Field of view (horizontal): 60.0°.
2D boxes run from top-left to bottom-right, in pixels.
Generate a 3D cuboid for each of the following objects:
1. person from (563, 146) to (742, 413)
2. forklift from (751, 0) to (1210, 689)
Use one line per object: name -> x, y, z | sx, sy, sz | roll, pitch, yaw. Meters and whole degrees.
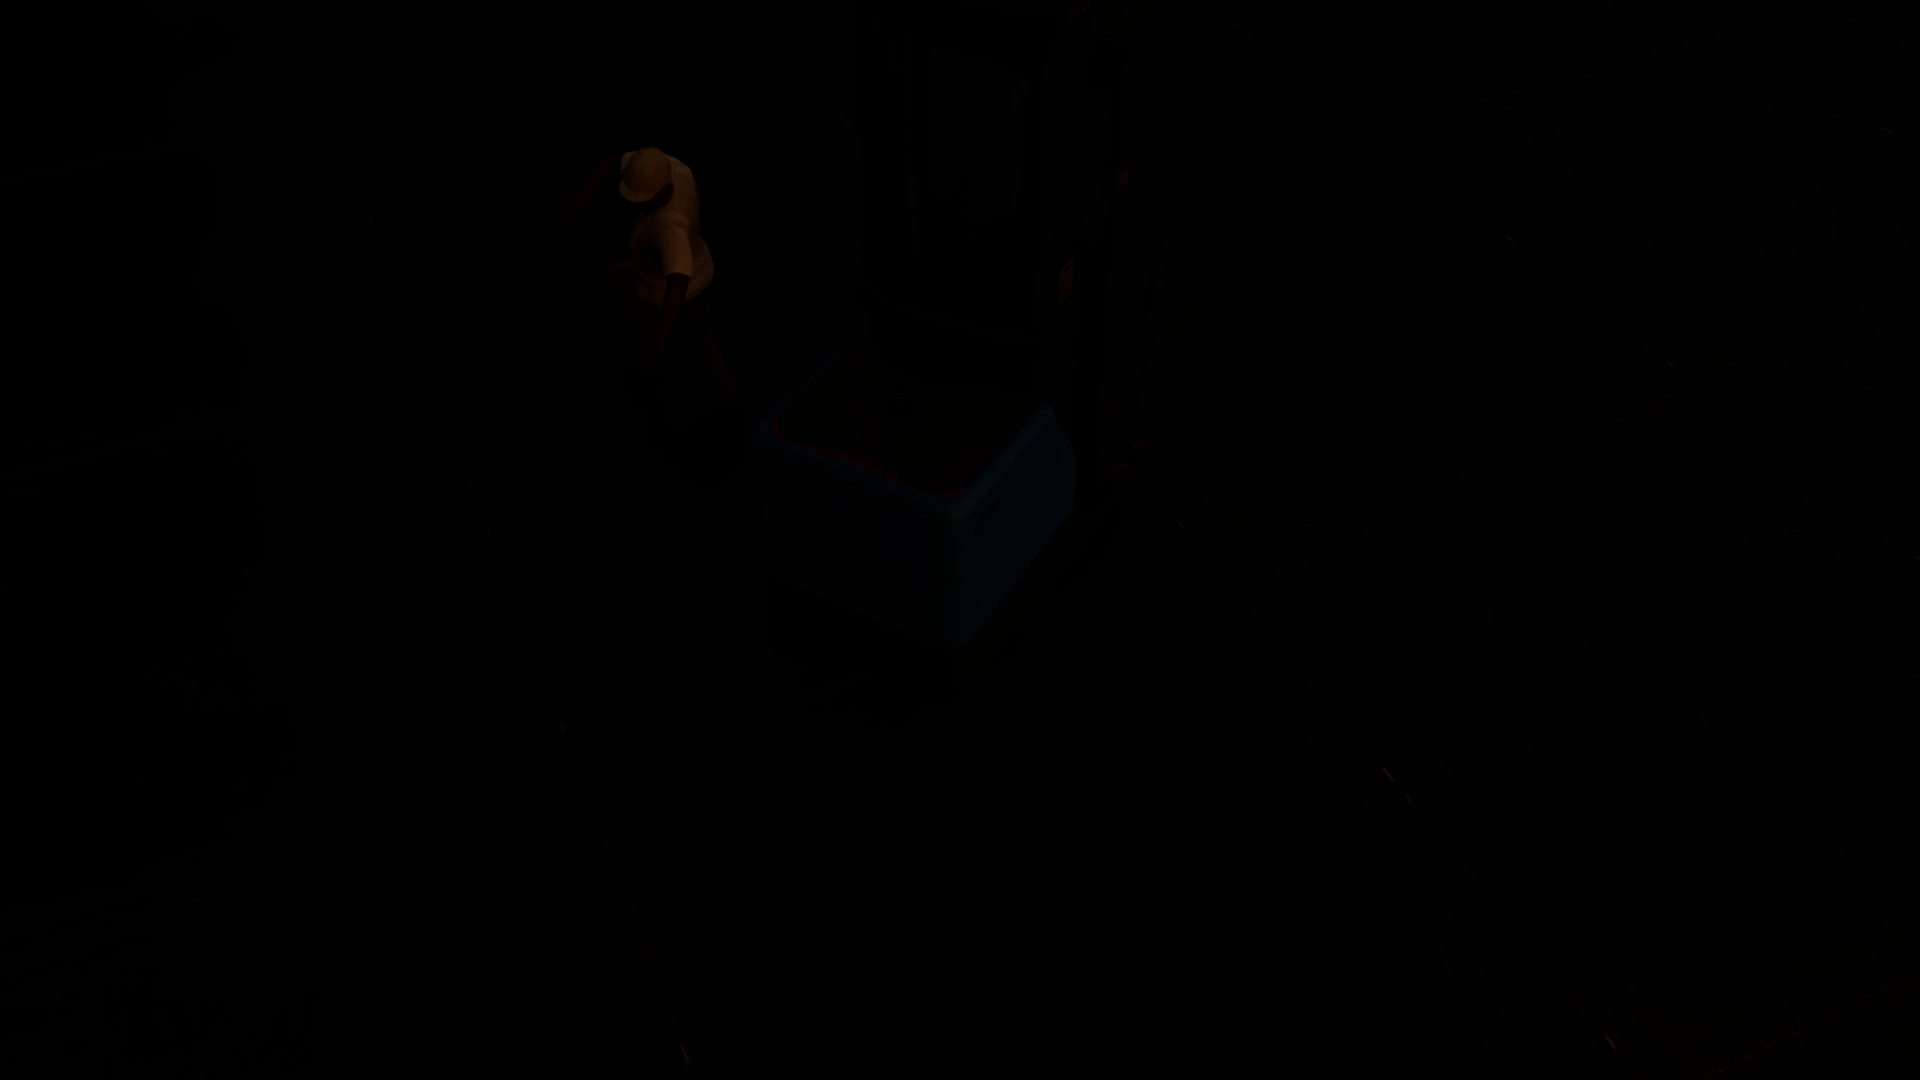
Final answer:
person -> -1.527, -1.225, 8.074 | 0.973, 1.502, 0.839 | 26, 49, 25
forklift -> 0.301, -1.434, 7.217 | 1.130, 2.935, 3.031 | 21, 47, 21
